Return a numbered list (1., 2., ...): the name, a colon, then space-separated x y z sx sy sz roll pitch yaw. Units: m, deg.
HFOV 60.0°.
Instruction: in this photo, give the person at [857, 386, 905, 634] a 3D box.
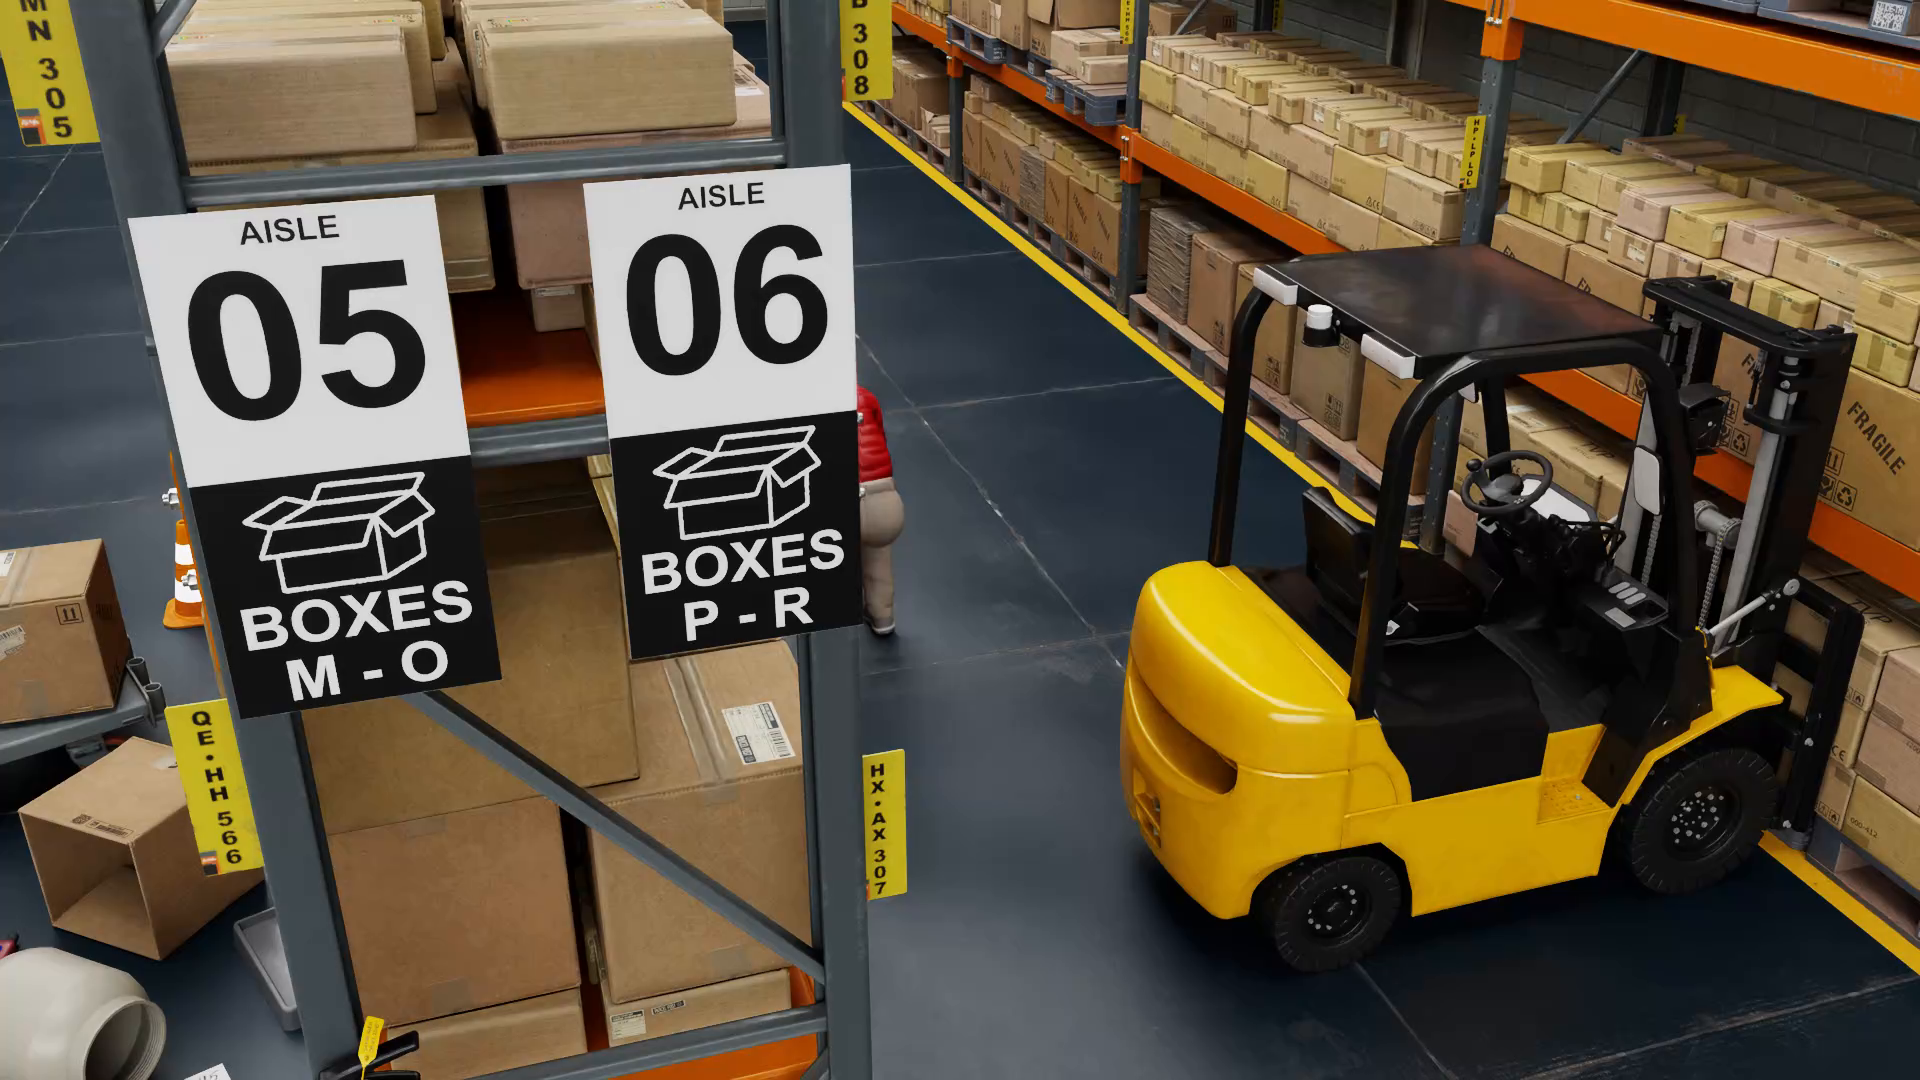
1. person: -0.569 -0.172 7.523 0.587 1.258 0.778 -9 28 -18
